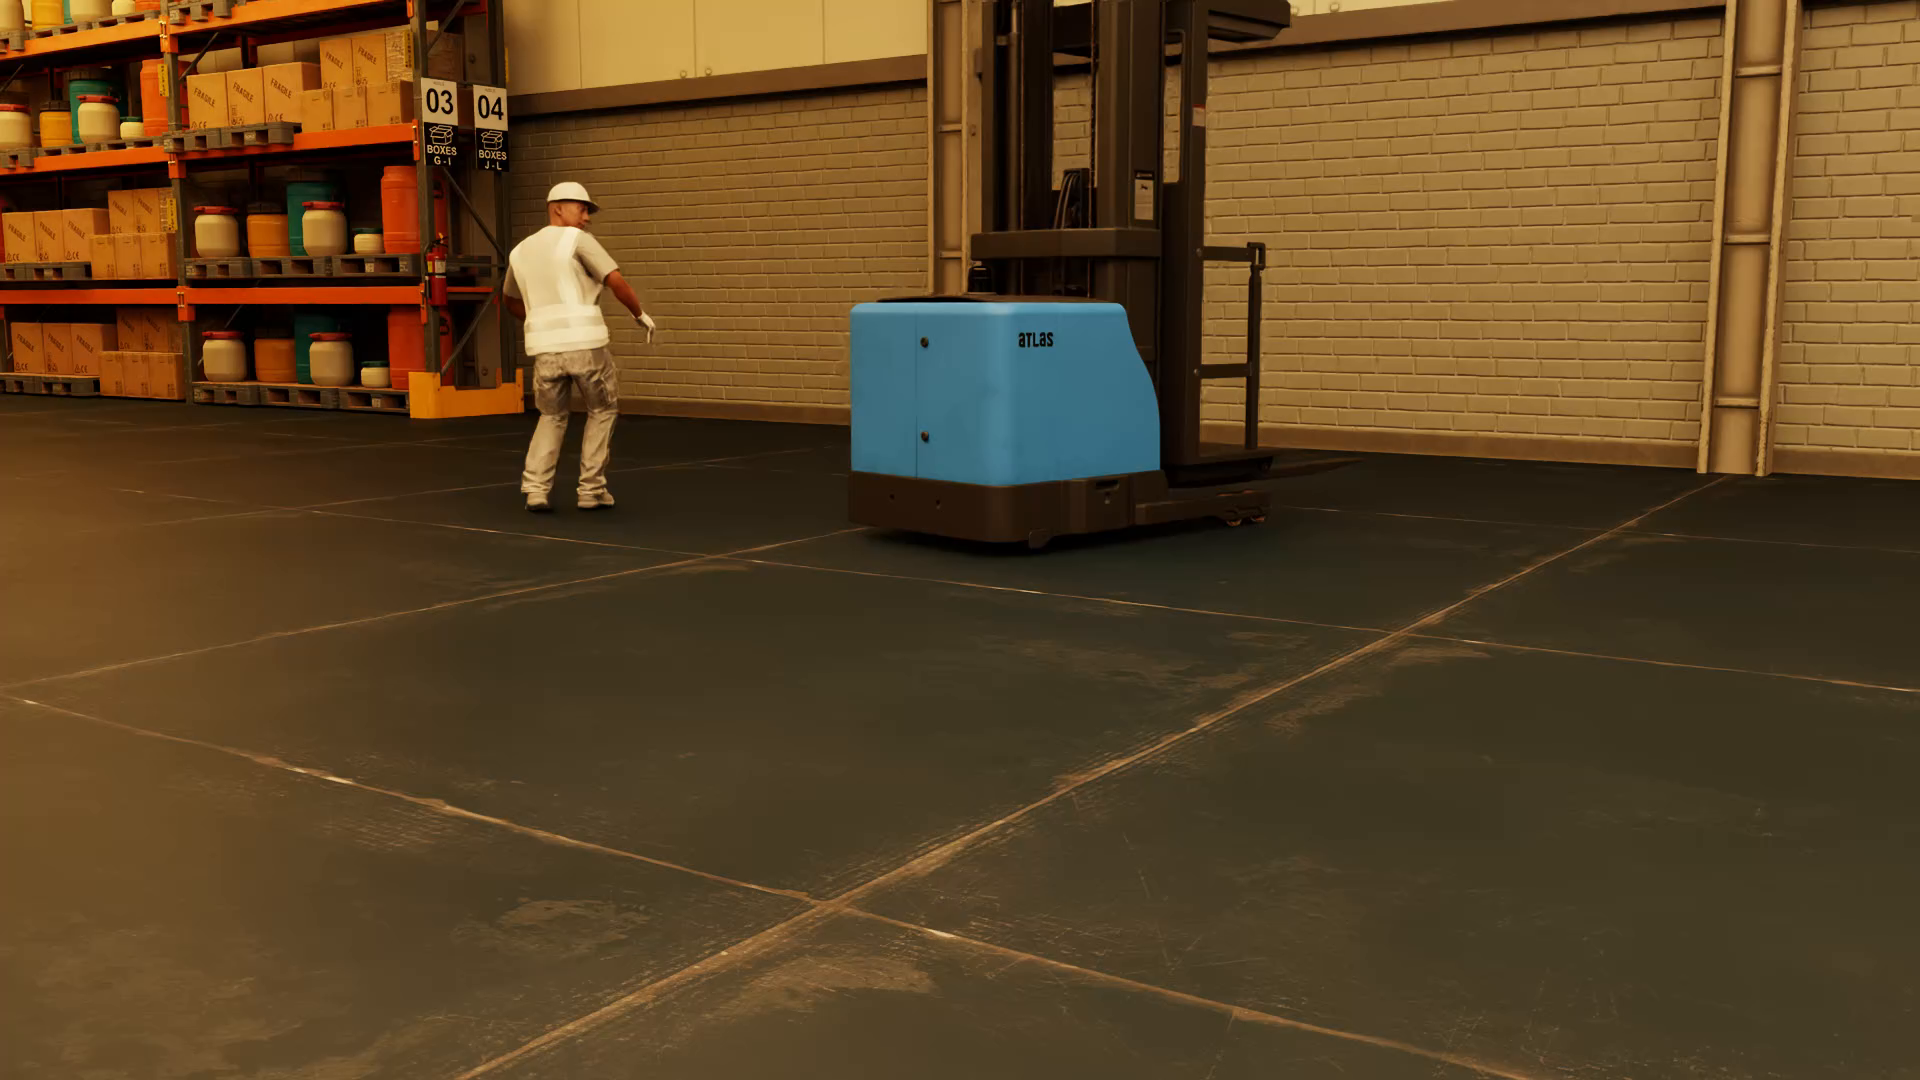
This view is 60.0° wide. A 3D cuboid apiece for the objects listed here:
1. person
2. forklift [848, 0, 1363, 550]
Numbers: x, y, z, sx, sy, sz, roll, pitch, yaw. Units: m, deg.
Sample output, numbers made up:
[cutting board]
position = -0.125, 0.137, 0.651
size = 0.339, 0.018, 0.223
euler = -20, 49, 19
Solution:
[person]
position = -1.996, -0.998, 8.676
size = 0.822, 1.704, 0.721
euler = 2, 8, 14
[forklift]
position = 0.896, -1.562, 8.174
size = 3.031, 2.935, 1.130
euler = -8, 11, -43
